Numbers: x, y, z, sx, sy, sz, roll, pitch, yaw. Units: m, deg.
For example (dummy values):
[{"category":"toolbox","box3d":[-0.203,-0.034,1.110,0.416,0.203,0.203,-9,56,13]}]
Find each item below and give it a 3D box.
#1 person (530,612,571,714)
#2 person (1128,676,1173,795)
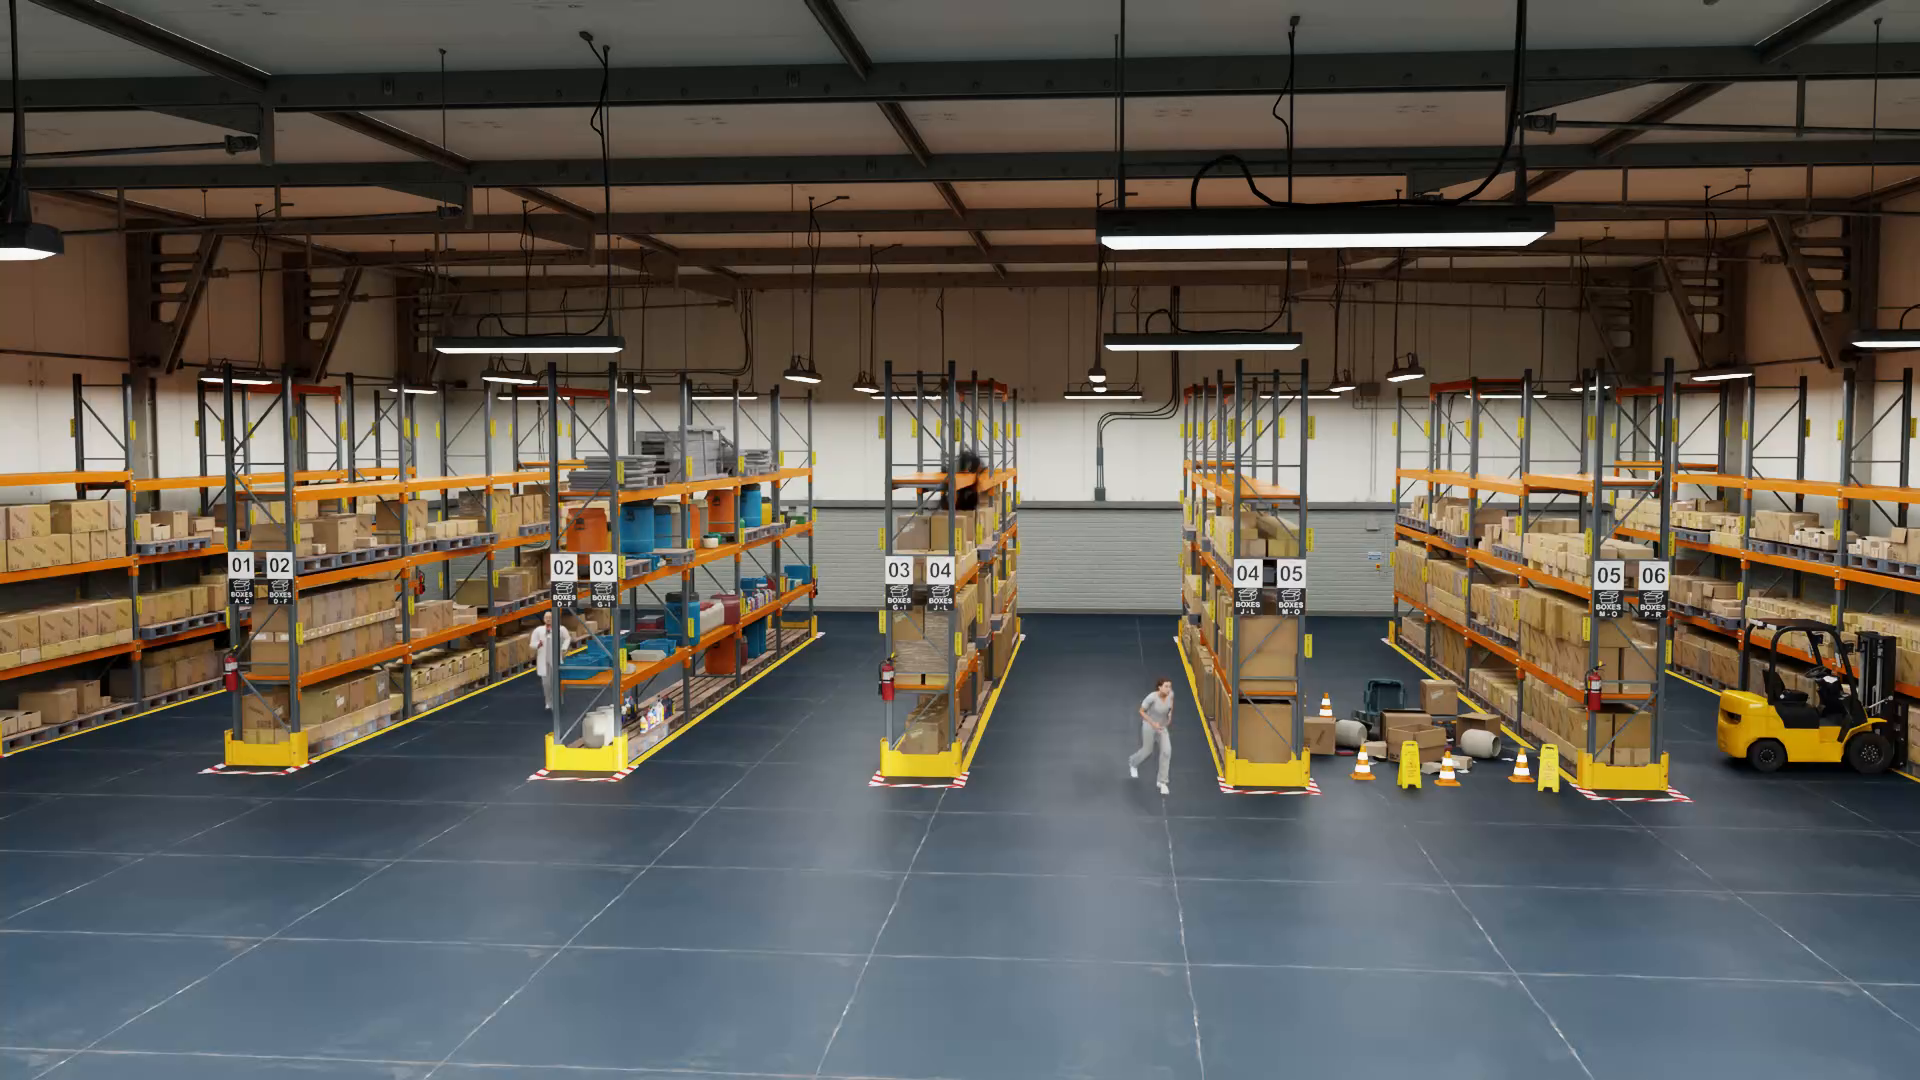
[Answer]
[{"category":"person","box3d":[-7.262,2.182,29.451,0.685,1.826,0.777,0,4,-7]},{"category":"person","box3d":[2.695,2.683,23.341,0.594,1.624,1.011,-2,4,-30]}]
